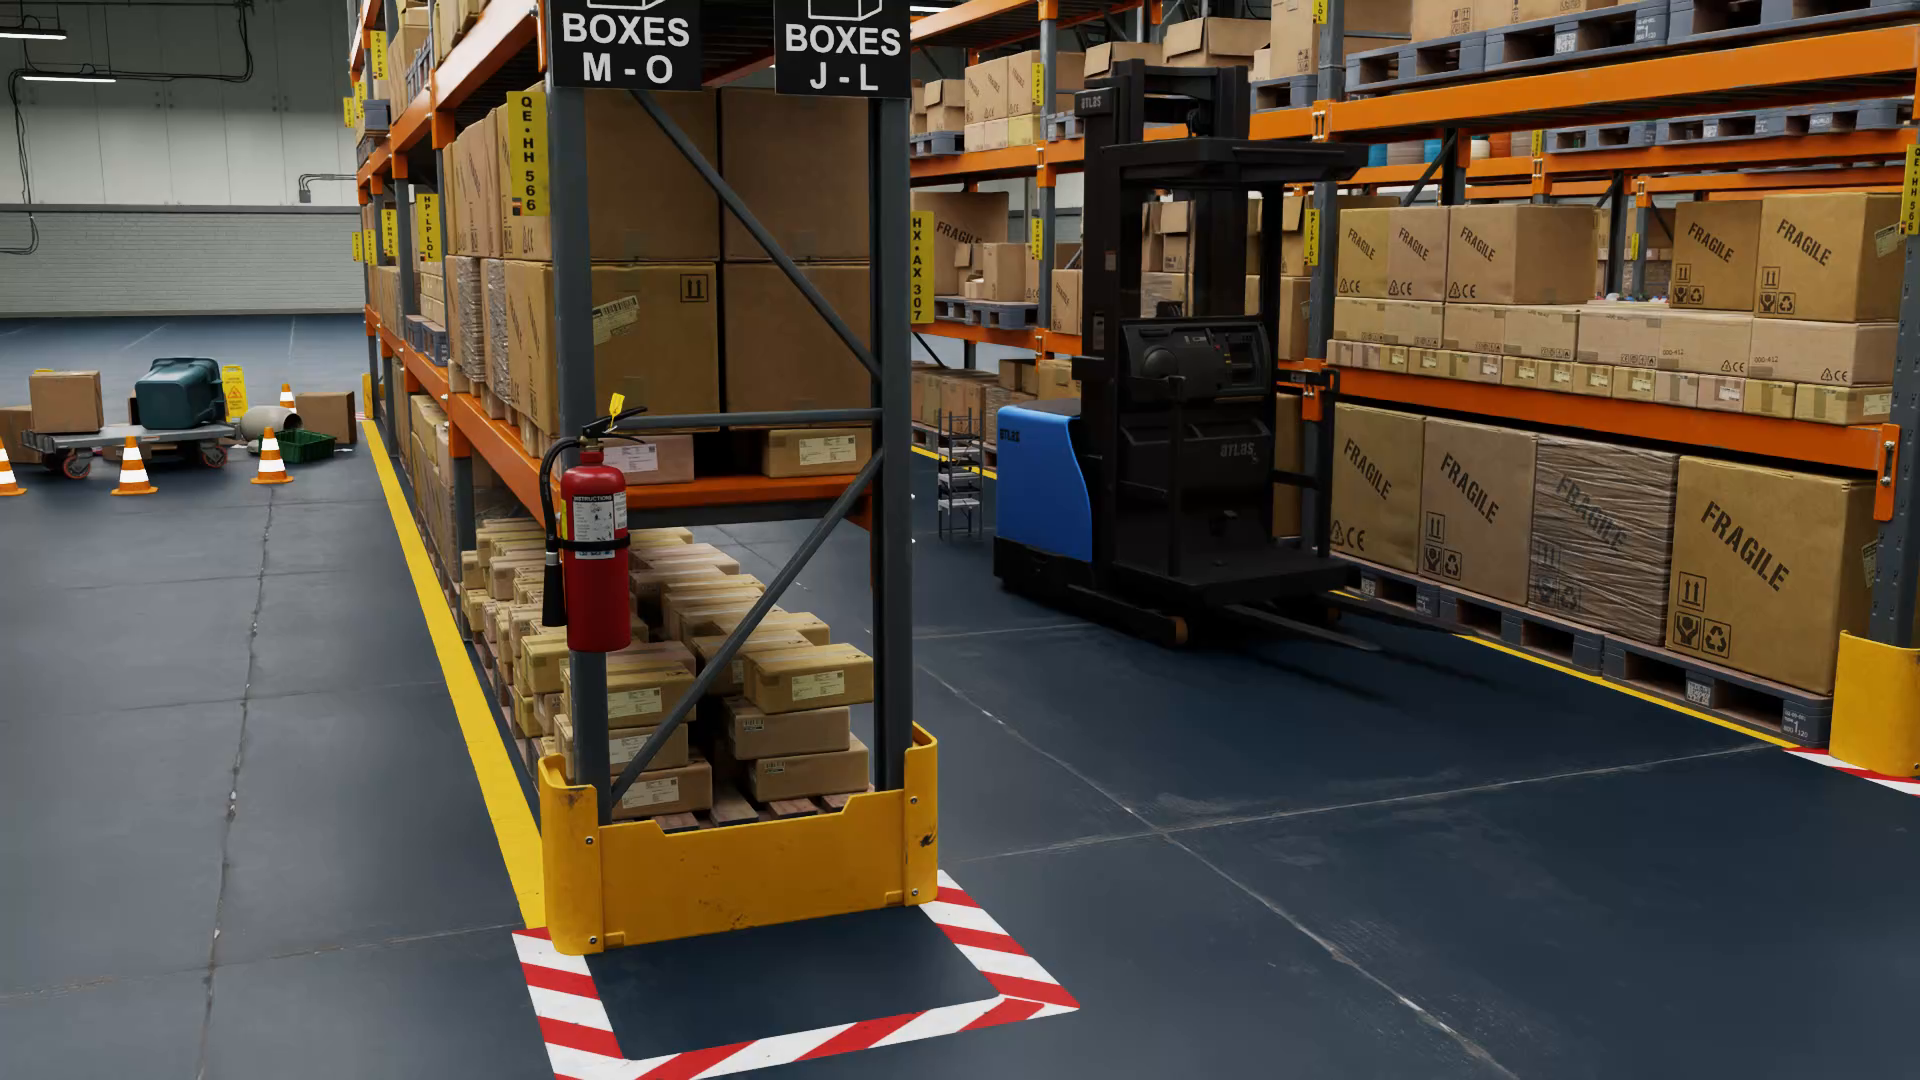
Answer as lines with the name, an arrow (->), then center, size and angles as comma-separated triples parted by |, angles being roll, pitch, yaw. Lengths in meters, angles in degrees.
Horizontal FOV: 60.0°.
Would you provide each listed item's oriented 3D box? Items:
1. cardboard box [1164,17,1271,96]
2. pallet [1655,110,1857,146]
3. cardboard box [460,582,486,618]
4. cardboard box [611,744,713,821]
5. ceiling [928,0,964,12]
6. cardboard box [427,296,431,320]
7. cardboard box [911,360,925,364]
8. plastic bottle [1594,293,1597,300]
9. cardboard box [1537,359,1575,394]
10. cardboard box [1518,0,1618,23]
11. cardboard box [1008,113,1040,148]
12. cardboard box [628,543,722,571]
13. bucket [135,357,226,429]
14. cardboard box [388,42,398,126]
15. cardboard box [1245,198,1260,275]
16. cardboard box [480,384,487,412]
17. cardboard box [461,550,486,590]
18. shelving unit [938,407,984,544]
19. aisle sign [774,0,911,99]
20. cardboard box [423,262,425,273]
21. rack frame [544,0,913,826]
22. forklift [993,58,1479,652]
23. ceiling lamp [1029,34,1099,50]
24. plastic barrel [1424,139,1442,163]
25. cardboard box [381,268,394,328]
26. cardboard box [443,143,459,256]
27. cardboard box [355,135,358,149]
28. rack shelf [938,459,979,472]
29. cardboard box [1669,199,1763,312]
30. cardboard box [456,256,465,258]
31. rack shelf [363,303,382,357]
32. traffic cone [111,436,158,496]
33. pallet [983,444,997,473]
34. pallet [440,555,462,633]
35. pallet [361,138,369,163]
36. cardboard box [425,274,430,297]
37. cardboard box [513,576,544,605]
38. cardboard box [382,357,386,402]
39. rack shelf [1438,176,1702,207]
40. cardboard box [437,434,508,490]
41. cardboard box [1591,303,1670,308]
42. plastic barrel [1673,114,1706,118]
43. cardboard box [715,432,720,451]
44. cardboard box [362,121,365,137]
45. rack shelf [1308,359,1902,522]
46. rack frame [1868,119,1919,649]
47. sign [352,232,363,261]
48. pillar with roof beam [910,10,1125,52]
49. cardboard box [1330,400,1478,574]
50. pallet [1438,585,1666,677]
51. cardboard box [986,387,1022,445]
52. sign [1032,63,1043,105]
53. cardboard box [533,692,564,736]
cardboard box -> 1.891, -3.345, 11.604 | 0.797, 0.503, 0.637 | -4, 11, -22
pallet -> 6.408, -3.295, 13.354 | 1.003, 0.211, 1.213 | -4, 11, -21
cardboard box -> -2.247, 0.285, 8.196 | 0.380, 0.149, 0.250 | -4, 11, -23
cardboard box -> -1.015, 0.785, 5.383 | 0.380, 0.149, 0.250 | -4, 11, -20
ceiling -> 1.170, -16.337, 51.872 | 6.000, 0.001, 6.000 | -4, 11, -21
cardboard box -> -3.359, -1.554, 11.111 | 0.380, 0.149, 0.250 | -3, 11, -18
cardboard box -> -0.641, -1.733, 18.536 | 0.500, 0.500, 0.500 | 0, 10, -3
plastic bottle -> 5.744, -2.115, 15.099 | 0.152, 0.276, 0.135 | -4, 11, -21
cardboard box -> 3.040, -0.800, 8.072 | 0.380, 0.149, 0.250 | -4, 11, -20
cardboard box -> 3.168, -2.766, 8.070 | 0.700, 0.500, 0.500 | -3, 11, -18
cardboard box -> 0.730, -3.408, 13.878 | 0.500, 0.250, 0.500 | -4, 11, -21
cardboard box -> -1.276, 0.119, 7.431 | 0.380, 0.149, 0.250 | -4, 11, -24
bucket -> -7.176, -1.310, 15.229 | 0.726, 0.611, 0.620 | 0, 20, -1
cardboard box -> -3.570, -3.061, 11.212 | 0.500, 0.500, 0.500 | -4, 11, -21
cardboard box -> 2.103, -2.050, 11.229 | 0.797, 0.503, 0.637 | -4, 11, -20
cardboard box -> -1.850, -0.634, 7.134 | 0.380, 0.149, 0.250 | -4, 11, -20
cardboard box -> -2.246, 0.138, 8.172 | 0.380, 0.149, 0.250 | -3, 11, -18
shelving unit -> 0.003, -0.442, 11.334 | 0.258, 0.900, 0.210 | -4, 11, -21
aisle sign -> -0.324, -1.626, 4.574 | 0.394, 0.787, 0.004 | -4, 11, -21
cardboard box -> -3.442, -1.889, 11.297 | 0.380, 0.149, 0.250 | -4, 11, -22
rack frame -> -0.630, -0.339, 4.761 | 1.000, 3.000, 0.127 | -4, 11, -21
forklift -> 1.367, -0.991, 8.621 | 1.130, 2.935, 3.031 | -6, 12, -29
ceiling lamp -> 2.348, -12.424, 38.905 | 2.000, 3.185, 0.800 | -4, 11, -21
plastic barrel -> 5.158, -4.351, 17.321 | 0.600, 0.901, 0.708 | -4, 11, -21
cardboard box -> -4.676, -2.080, 14.263 | 0.500, 0.500, 0.500 | -4, 11, -21
cardboard box -> -2.143, -1.591, 7.808 | 0.500, 0.500, 0.500 | -4, 11, -20
cardboard box -> -6.602, -4.483, 18.728 | 0.380, 0.149, 0.250 | -4, 11, -20
rack shelf -> 0.003, -0.498, 11.324 | 0.258, 0.077, 0.200 | -4, 11, -21
cardboard box -> 3.733, -1.340, 7.828 | 0.500, 0.500, 0.500 | -4, 11, -22
cardboard box -> -1.949, -1.011, 7.401 | 0.500, 0.500, 0.500 | -4, 11, -21
rack shelf -> -5.703, -2.270, 17.671 | 1.077, 0.370, 4.000 | -4, 11, -21
traffic cone -> -6.764, -0.621, 13.588 | 0.336, 0.463, 0.334 | -4, 11, -21
pallet -> 0.849, -0.698, 14.741 | 1.003, 0.211, 1.213 | -4, 11, -21
pallet -> -2.363, 0.254, 9.390 | 1.003, 0.211, 1.213 | -4, 11, -21
pallet -> -5.703, -4.064, 17.390 | 1.003, 0.211, 1.213 | -4, 11, -21
cardboard box -> -3.341, -1.695, 11.054 | 0.380, 0.149, 0.250 | -4, 11, -23
cardboard box -> -1.605, 0.238, 6.759 | 0.380, 0.149, 0.250 | -4, 11, -21
cardboard box -> -6.120, -2.005, 18.994 | 0.875, 0.875, 0.875 | -4, 11, -21
rack shelf -> 8.191, -4.673, 22.616 | 1.077, 0.370, 4.000 | -4, 11, -21
cardboard box -> -2.585, -0.443, 9.141 | 0.500, 0.250, 0.500 | -4, 11, -22
cardboard box -> 3.540, -1.057, 8.376 | 0.500, 0.250, 0.500 | -4, 11, -22
plastic barrel -> 6.272, -3.707, 14.327 | 0.301, 0.262, 0.301 | 0, 10, 0
cardboard box -> -0.620, -0.375, 5.682 | 0.380, 0.149, 0.250 | -4, 11, -23
cardboard box -> -5.776, -4.112, 16.639 | 0.380, 0.149, 0.250 | -4, 11, -20
rack shelf -> 3.305, -0.610, 8.336 | 1.077, 0.370, 4.000 | -4, 11, -21
rack frame -> 4.030, -0.637, 6.438 | 1.000, 3.000, 0.127 | -4, 11, -21
sign -> -6.947, -3.382, 19.168 | 0.100, 0.325, 0.005 | -4, 11, -21
pillar with roof beam -> 0.432, -10.731, 46.050 | 9.100, 9.000, 0.548 | -4, 11, -21
cardboard box -> 2.745, -0.338, 9.624 | 0.875, 0.875, 0.875 | -4, 11, -21
pallet -> 3.229, 0.411, 8.506 | 1.003, 0.211, 1.213 | -4, 11, -21
cardboard box -> 0.656, -1.127, 15.072 | 0.700, 0.500, 0.500 | -5, 11, -26
sign -> 0.624, -3.640, 13.279 | 0.100, 0.325, 0.005 | -4, 11, -21
cardboard box -> -1.277, 0.559, 5.807 | 0.380, 0.149, 0.250 | -4, 11, -23
